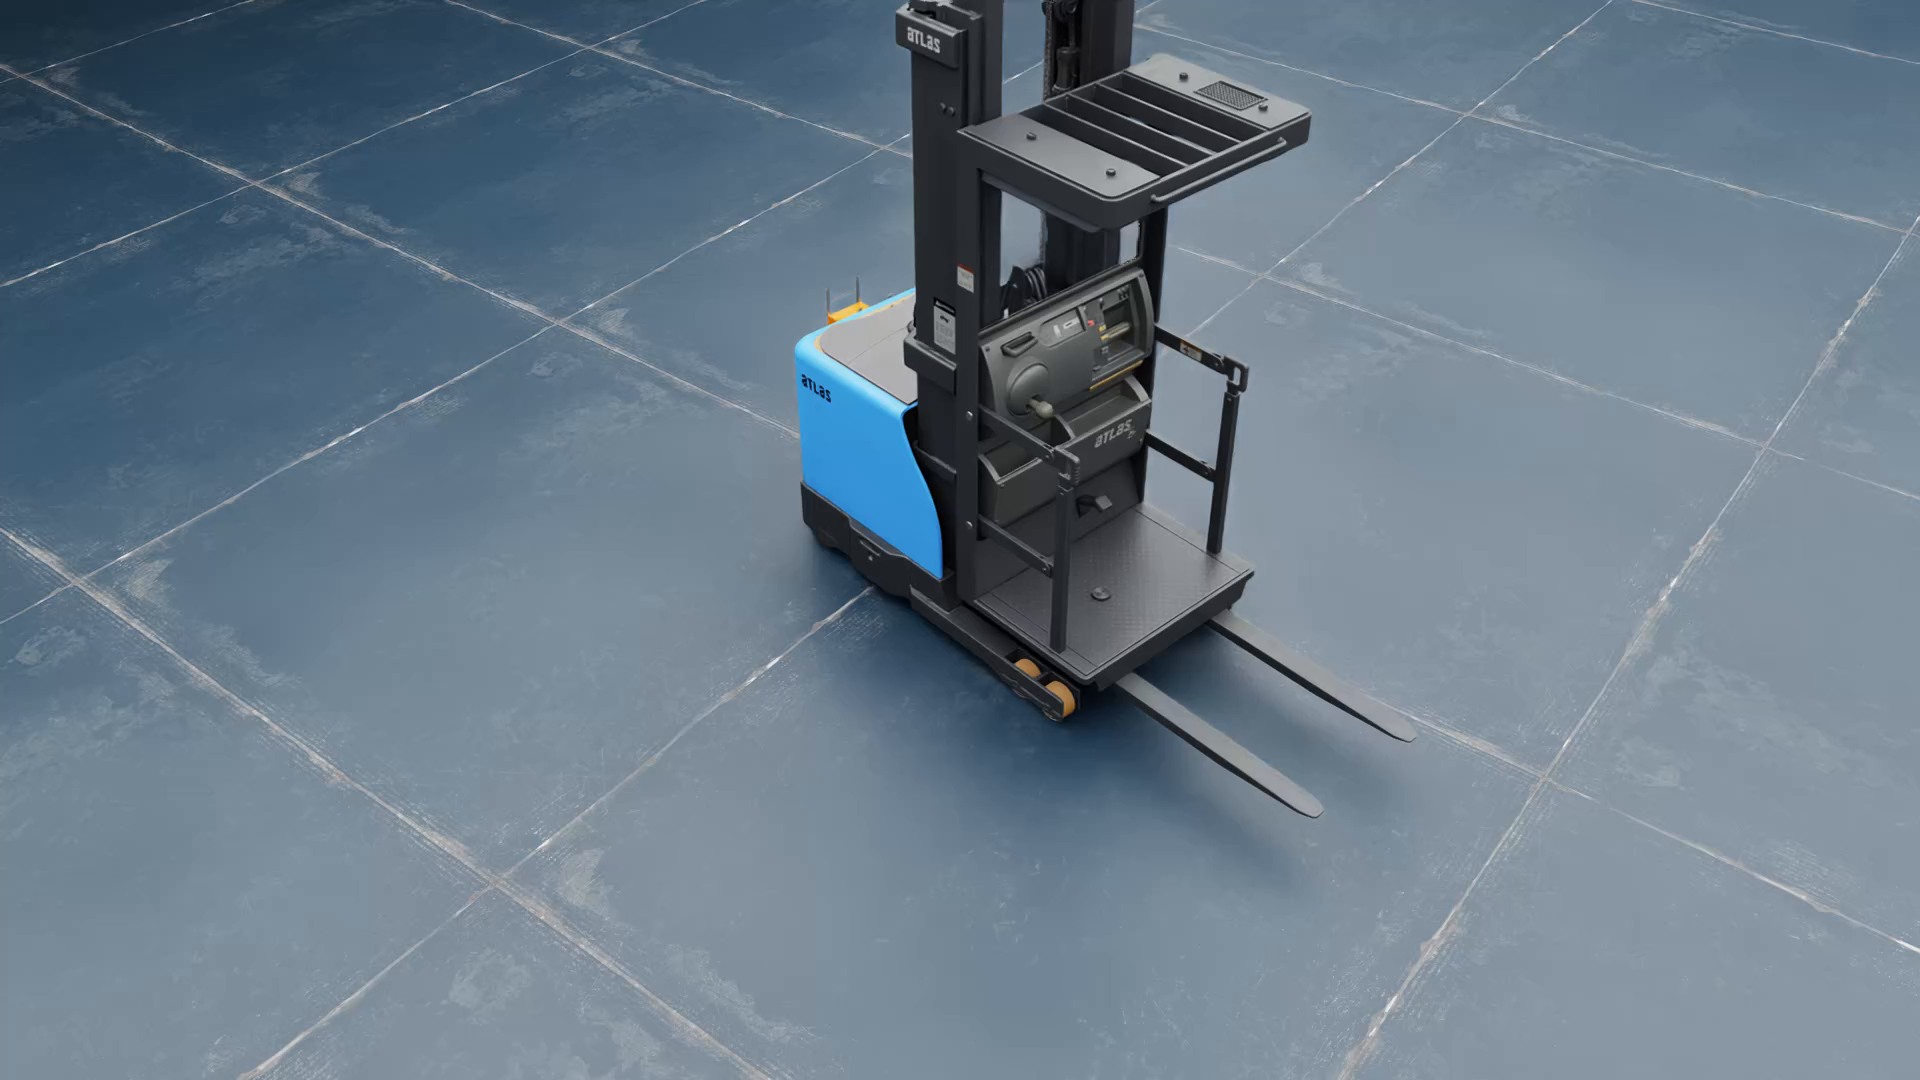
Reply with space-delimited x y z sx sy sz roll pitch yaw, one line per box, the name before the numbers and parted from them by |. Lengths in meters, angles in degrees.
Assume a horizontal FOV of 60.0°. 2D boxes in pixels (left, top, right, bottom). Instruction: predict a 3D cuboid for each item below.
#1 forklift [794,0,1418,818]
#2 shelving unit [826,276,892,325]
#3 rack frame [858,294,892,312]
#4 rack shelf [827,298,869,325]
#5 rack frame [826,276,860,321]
forklift | 0.594 -0.740 6.678 1.130 2.935 3.031 -29 47 -32
shelving unit | -0.483 -0.768 8.240 0.215 1.050 0.252 -29 47 -32
rack frame | -0.401 -0.712 8.169 0.200 1.050 0.008 -29 47 -32
rack shelf | -0.483 -0.983 8.072 0.215 0.259 0.240 -29 47 -32
rack frame | -0.565 -0.824 8.311 0.200 1.050 0.008 -29 47 -32
